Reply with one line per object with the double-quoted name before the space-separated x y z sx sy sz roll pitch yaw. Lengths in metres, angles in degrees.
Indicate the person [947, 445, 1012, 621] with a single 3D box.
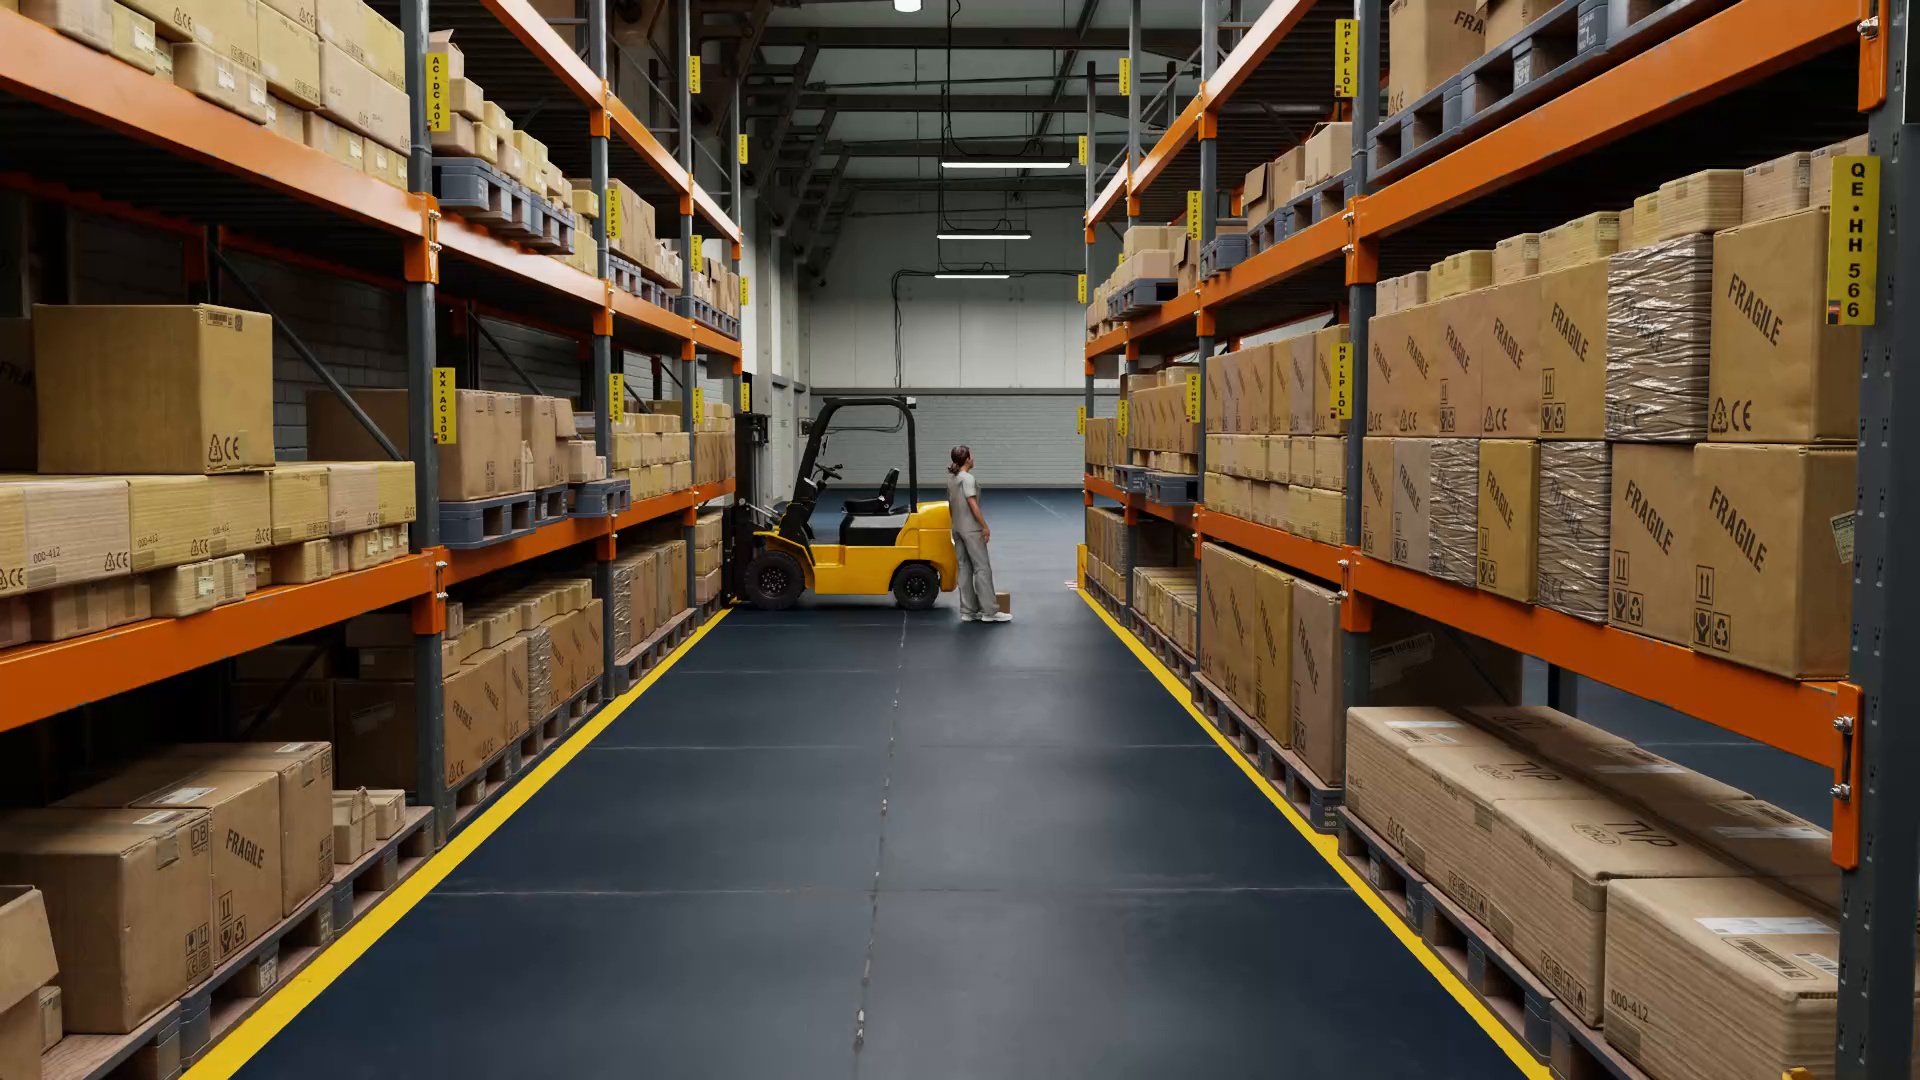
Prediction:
"person" 0.143 -0.070 15.863 0.548 1.674 0.549 -2 4 -30
